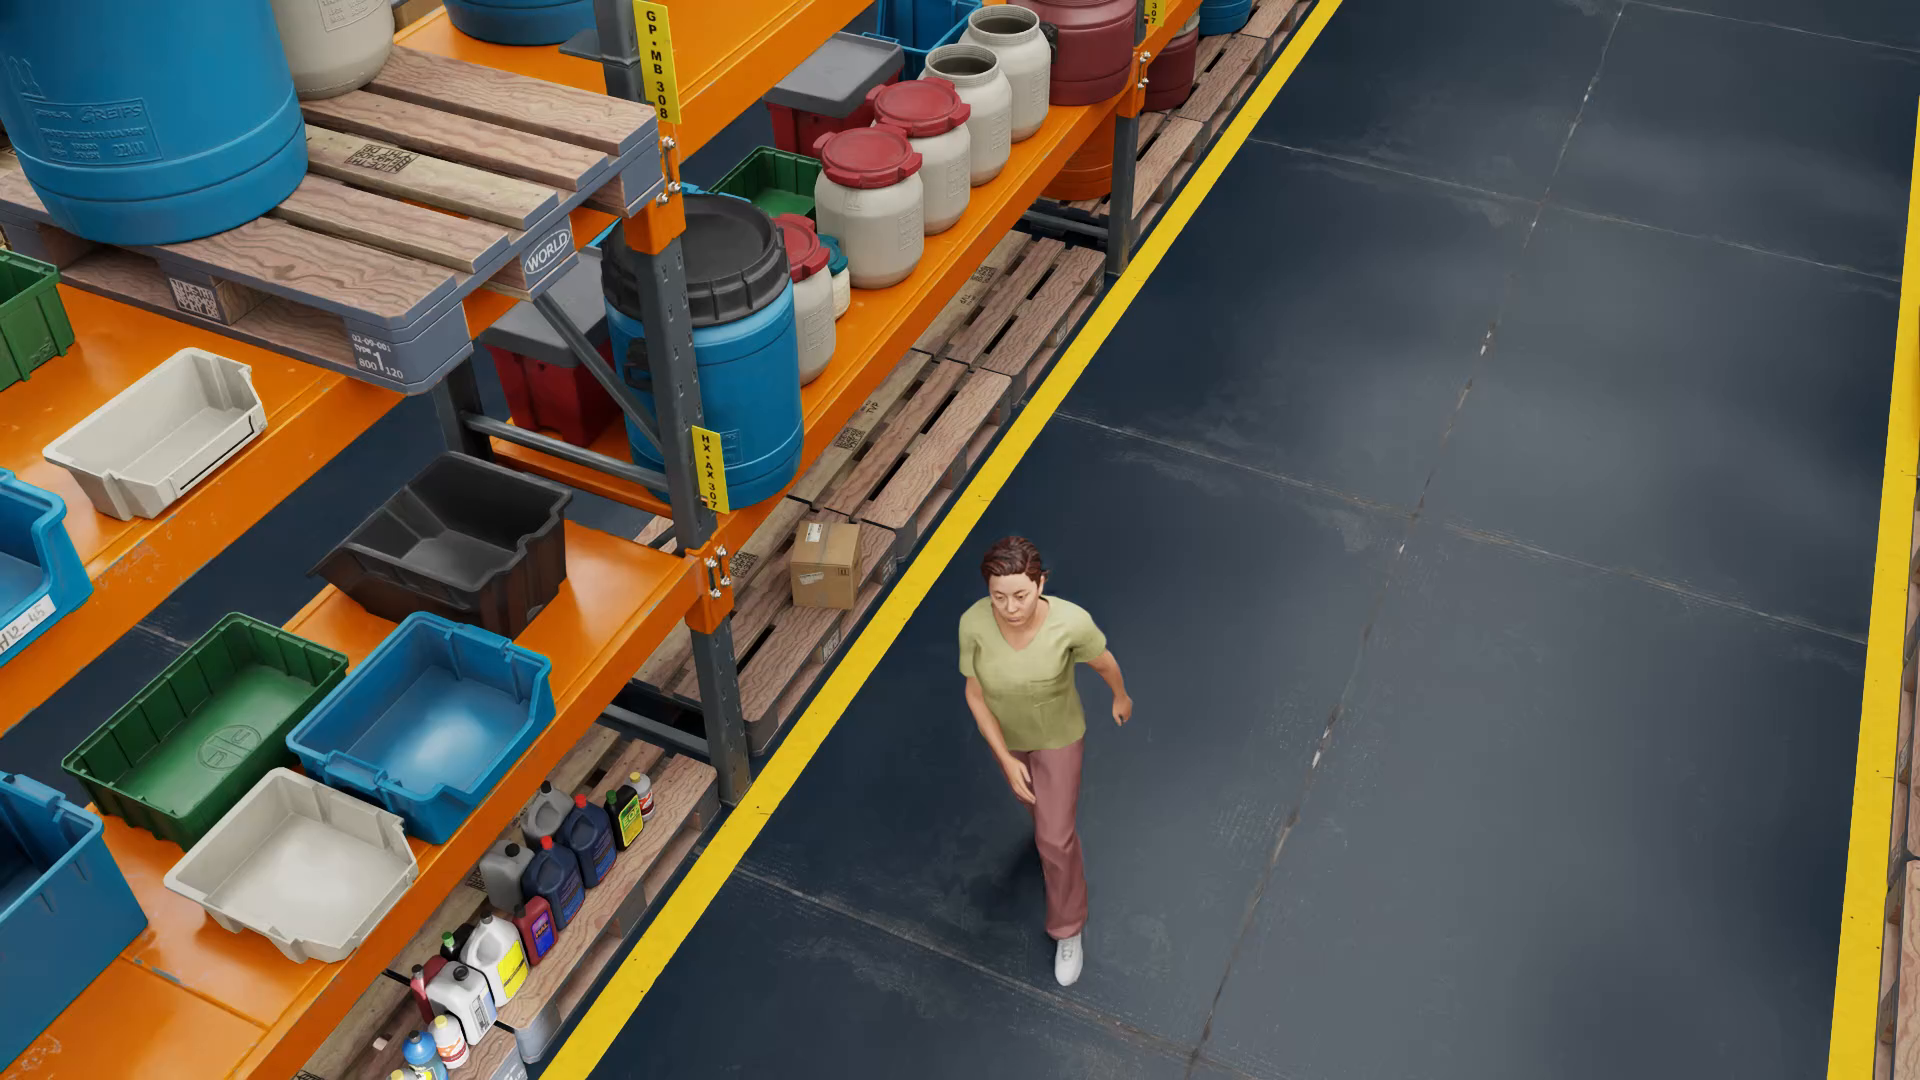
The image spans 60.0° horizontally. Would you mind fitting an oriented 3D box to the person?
[{"bbox_3d":[0.264,0.666,5.440,0.552,1.682,0.716,8,43,8],"label":"person"}]
